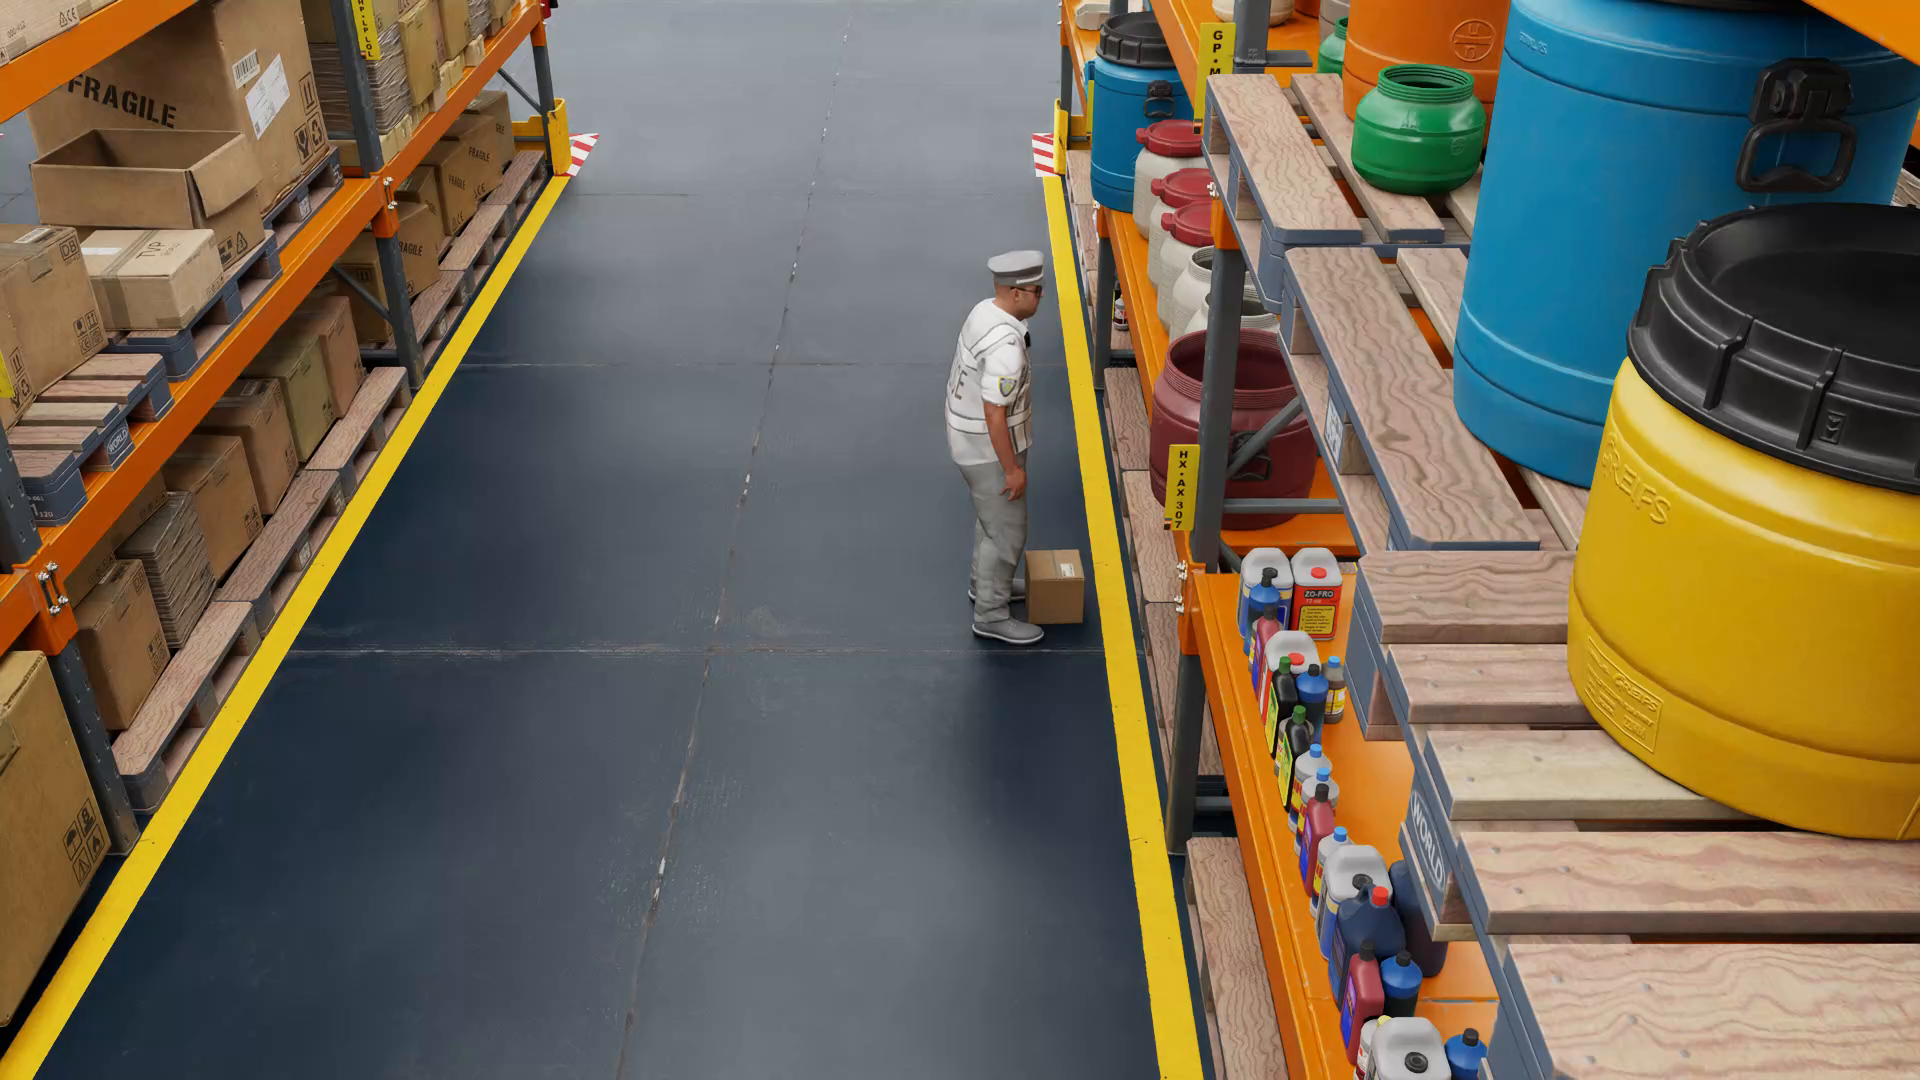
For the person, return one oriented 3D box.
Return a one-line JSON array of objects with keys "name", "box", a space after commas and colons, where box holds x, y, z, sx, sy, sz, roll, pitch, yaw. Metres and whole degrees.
[{"name": "person", "box": [0.159, -0.419, 7.315, 0.434, 1.749, 0.606, -2, 31, -3]}]
